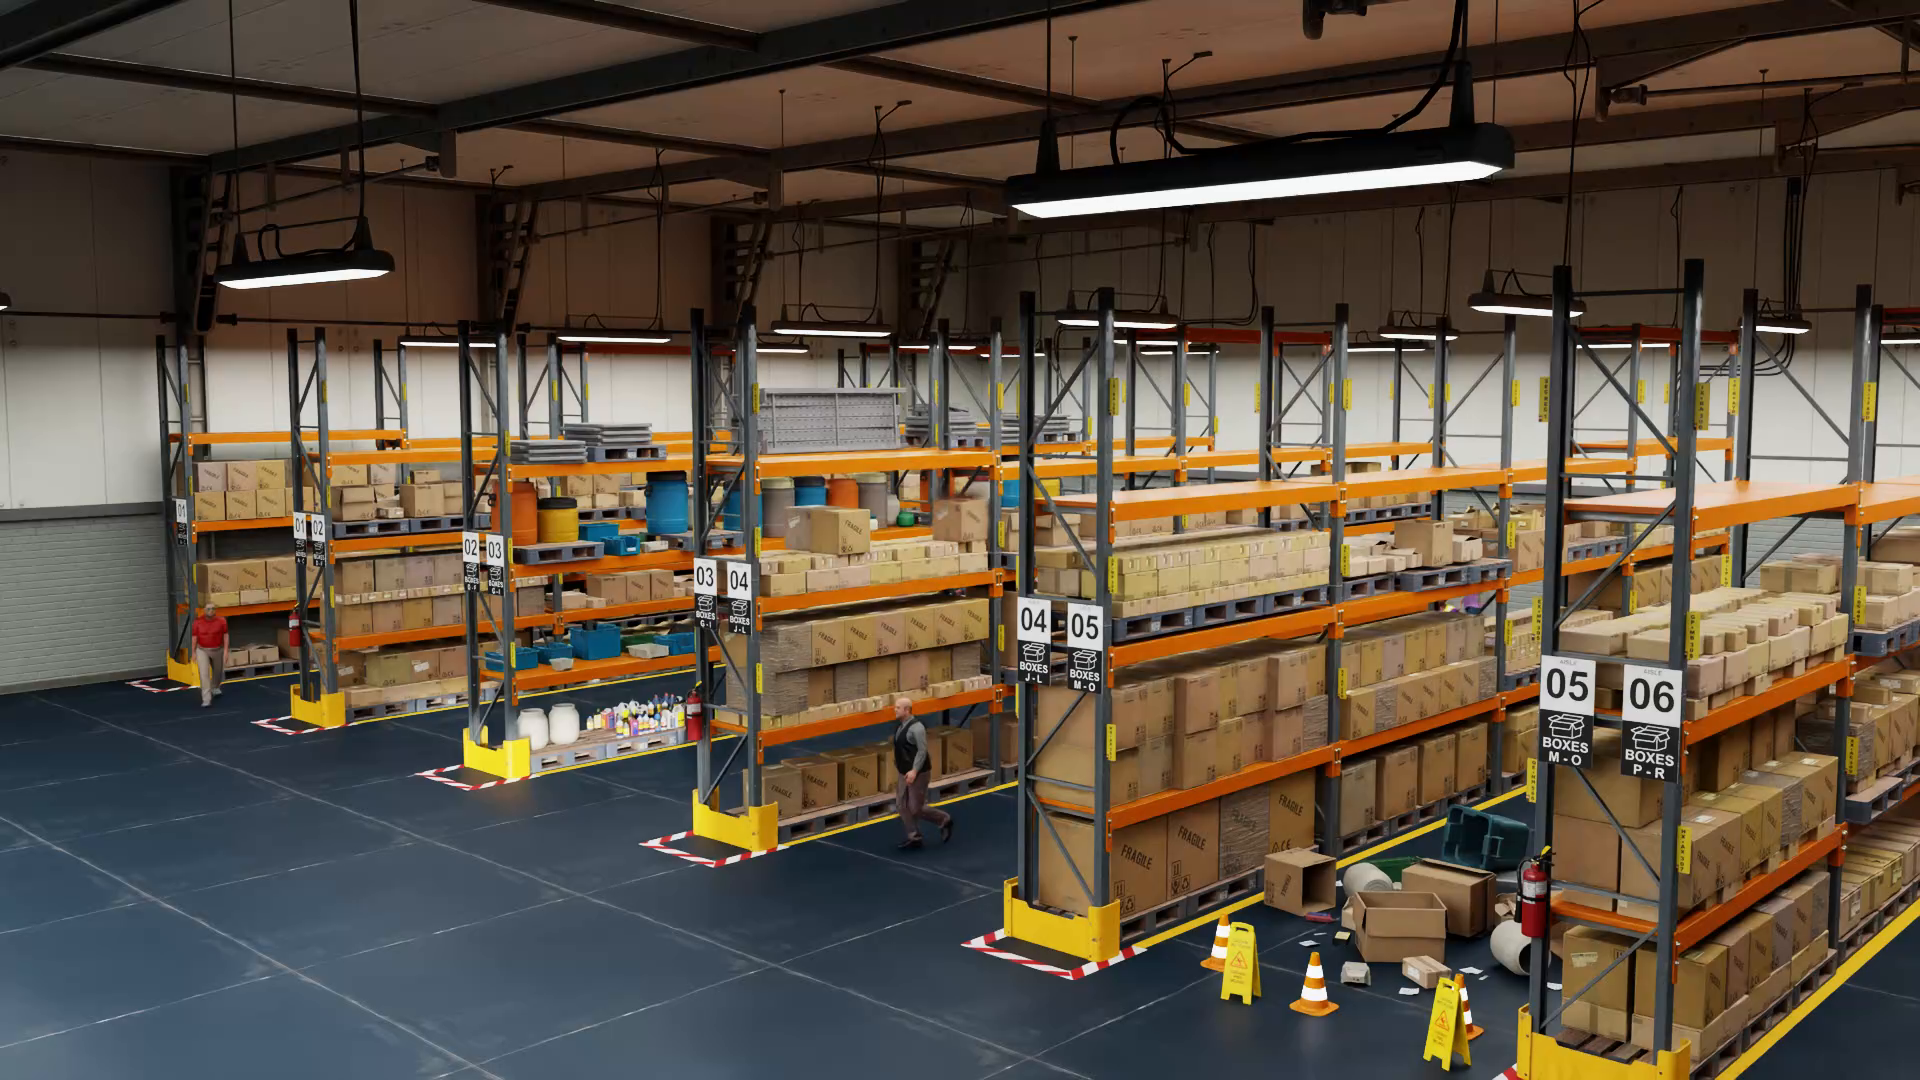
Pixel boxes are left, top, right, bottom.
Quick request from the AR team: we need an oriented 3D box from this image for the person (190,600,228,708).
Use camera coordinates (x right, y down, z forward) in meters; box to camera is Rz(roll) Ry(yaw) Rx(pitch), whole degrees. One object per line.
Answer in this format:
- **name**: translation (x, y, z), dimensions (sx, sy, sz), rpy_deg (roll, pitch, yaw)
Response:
- **person**: translation (-11.993, 1.801, 26.582), dimensions (0.534, 1.711, 0.568), rpy_deg (-3, 6, -26)

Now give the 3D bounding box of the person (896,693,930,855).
- **person**: translation (-0.521, 2.606, 18.518), dimensions (0.378, 1.803, 0.597), rpy_deg (0, 5, -2)

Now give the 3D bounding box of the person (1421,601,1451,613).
- **person**: translation (7.917, 1.675, 27.739), dimensions (0.614, 1.748, 0.727), rpy_deg (5, 7, 44)

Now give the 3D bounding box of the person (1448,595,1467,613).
- **person**: translation (9.716, 1.329, 32.472), dimensions (0.487, 1.637, 0.462), rpy_deg (-2, 6, -20)
